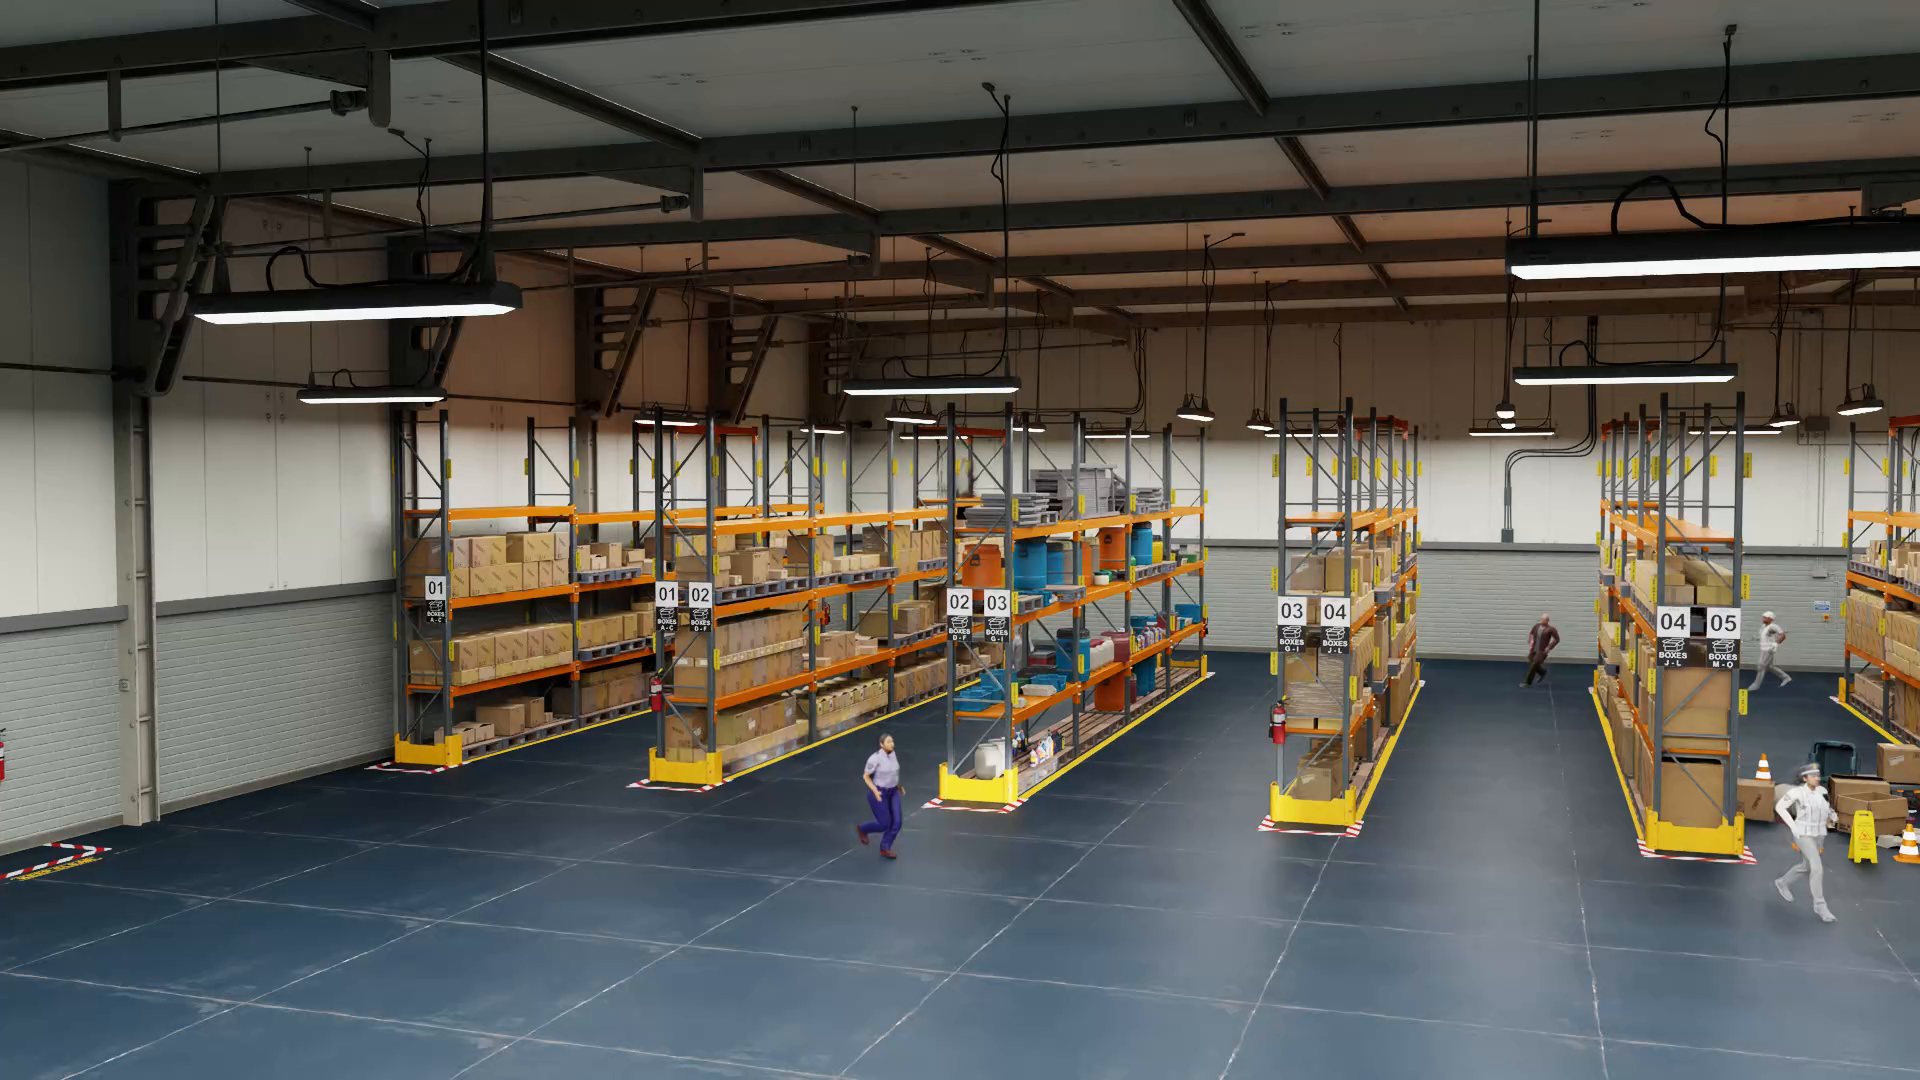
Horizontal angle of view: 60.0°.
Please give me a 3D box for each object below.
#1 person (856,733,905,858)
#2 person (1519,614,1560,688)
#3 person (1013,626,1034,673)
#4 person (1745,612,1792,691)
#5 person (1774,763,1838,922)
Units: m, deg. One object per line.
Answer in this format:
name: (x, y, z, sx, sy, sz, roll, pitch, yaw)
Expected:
person: (-1.029, 3.289, 21.525, 0.586, 1.600, 0.593, 2, 3, 43)
person: (13.318, 2.530, 37.970, 0.911, 1.694, 0.754, -2, 3, -34)
person: (1.376, 2.705, 36.831, 0.521, 1.455, 0.577, 0, 2, 8)
person: (18.140, 2.493, 37.298, 0.999, 1.782, 0.684, 1, 3, 14)
person: (9.576, 3.350, 18.747, 0.598, 1.718, 0.851, -1, 3, -18)
